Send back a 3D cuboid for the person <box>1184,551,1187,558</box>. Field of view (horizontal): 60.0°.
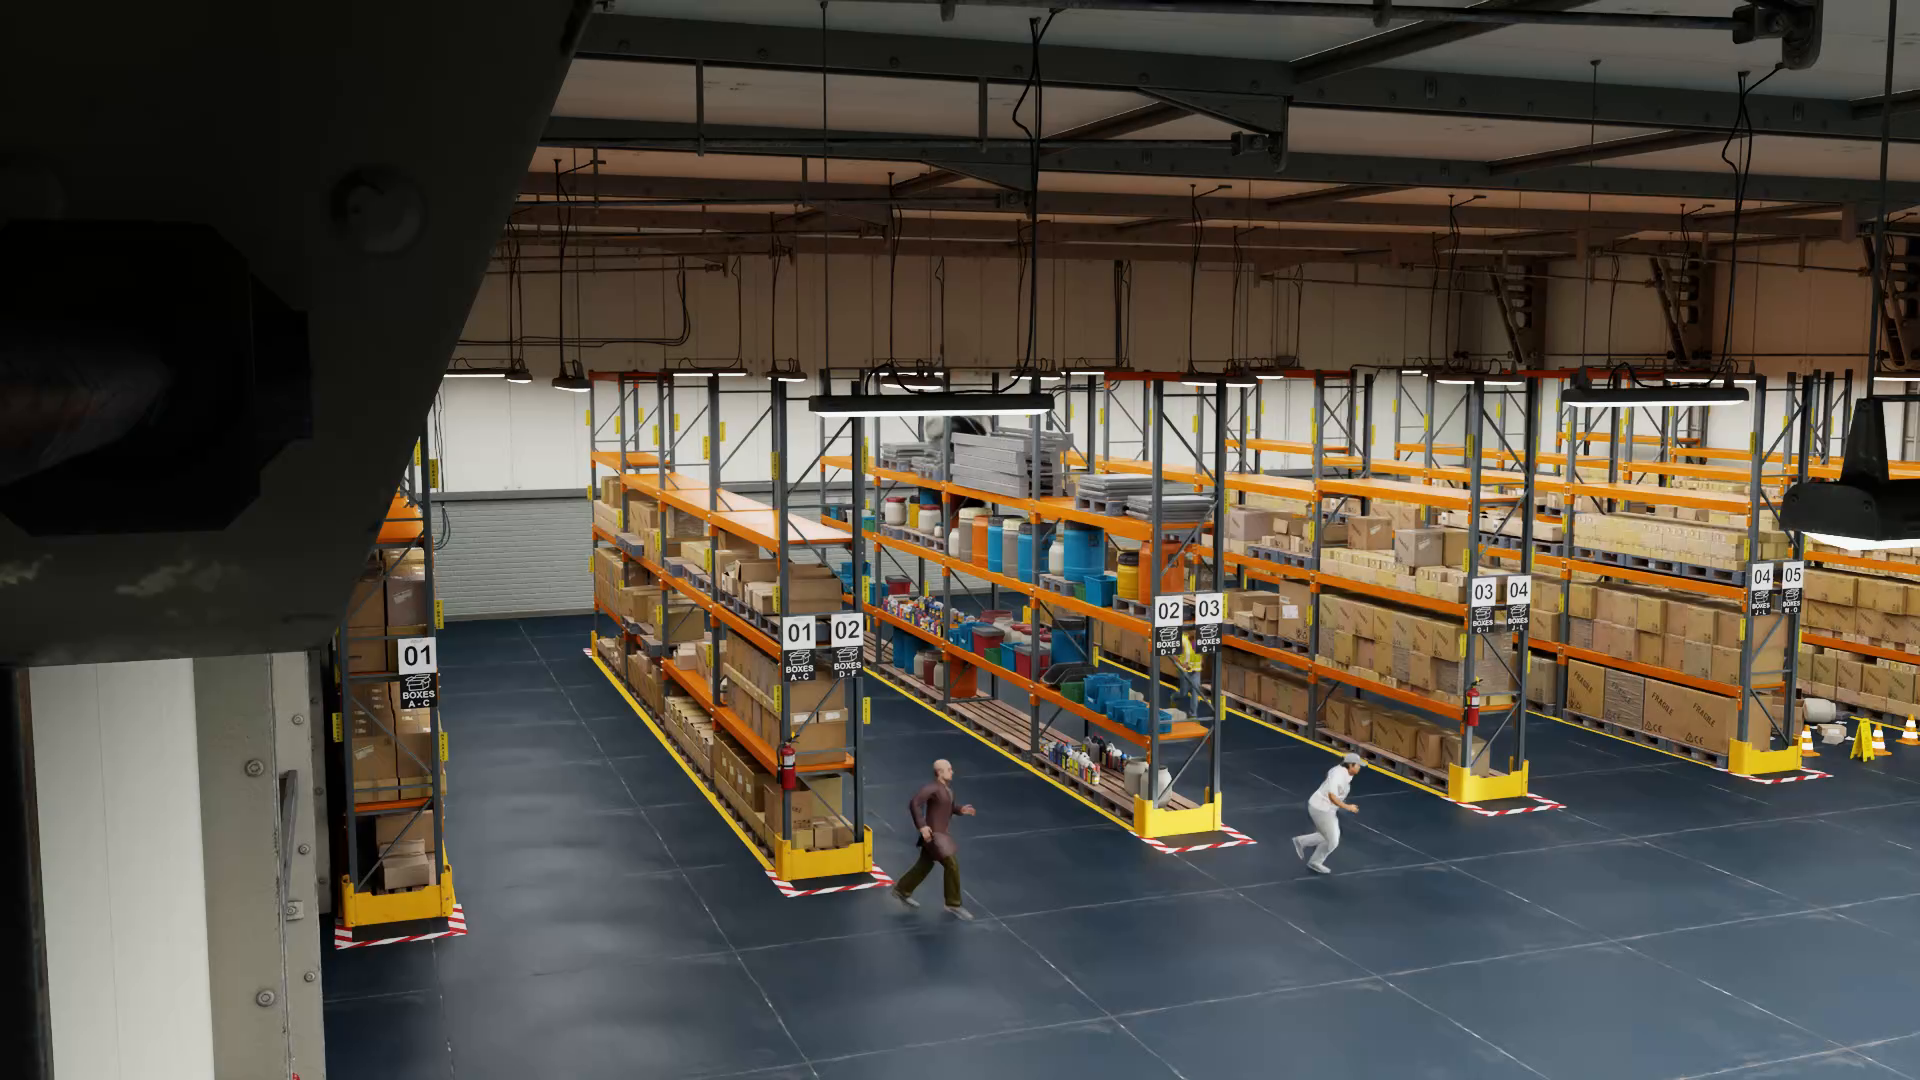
[{"bbox_3d":[5.294,1.002,40.908,0.648,1.583,0.665,-3,7,-28],"label":"person"}]

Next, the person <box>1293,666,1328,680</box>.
[{"bbox_3d":[6.880,1.863,32.572,0.575,1.632,0.938,-3,7,-26],"label":"person"}]

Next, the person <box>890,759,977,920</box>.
[{"bbox_3d":[-0.311,3.411,18.780,0.996,1.736,0.637,1,6,6],"label":"person"}]

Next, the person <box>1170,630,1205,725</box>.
[{"bbox_3d":[3.940,2.265,28.723,0.726,1.755,0.961,-3,7,-23],"label":"person"}]

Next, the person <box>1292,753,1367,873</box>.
[{"bbox_3d":[4.553,3.330,20.411,0.832,1.515,0.619,2,7,18],"label":"person"}]
